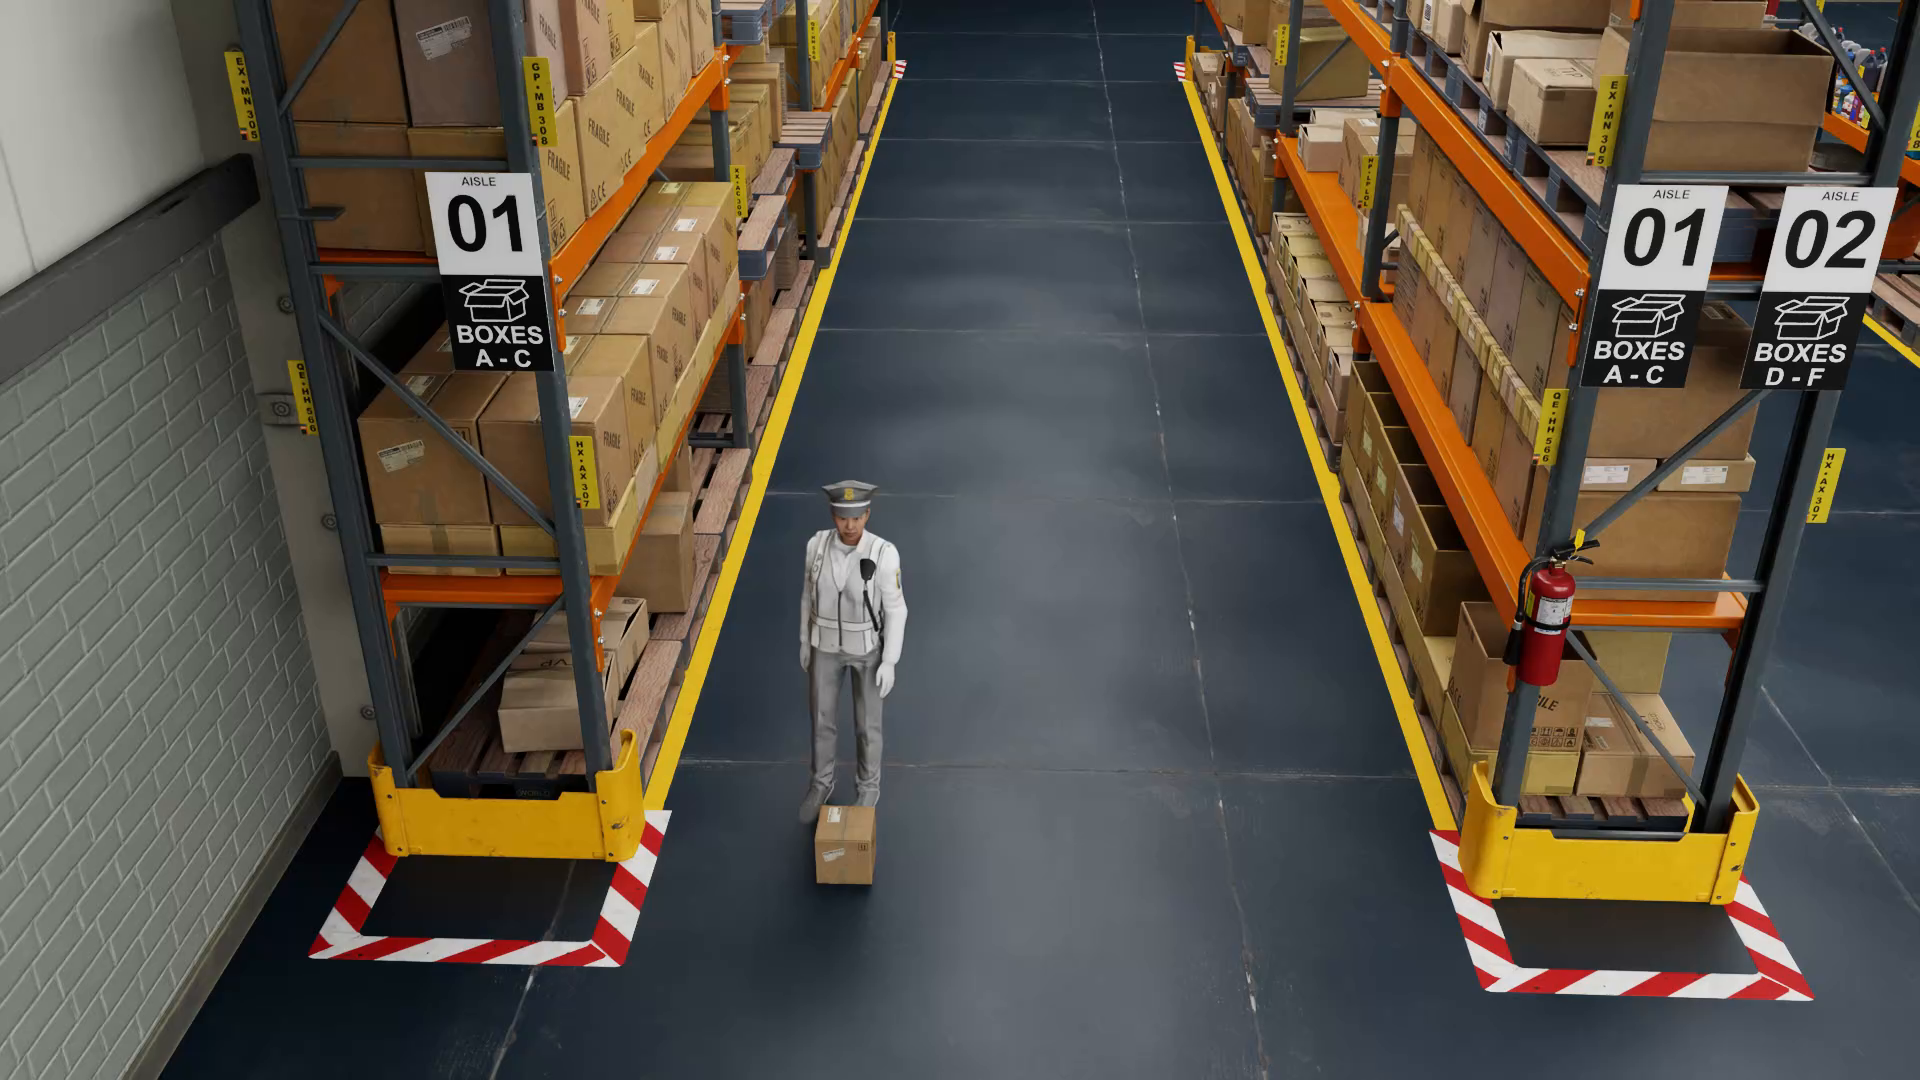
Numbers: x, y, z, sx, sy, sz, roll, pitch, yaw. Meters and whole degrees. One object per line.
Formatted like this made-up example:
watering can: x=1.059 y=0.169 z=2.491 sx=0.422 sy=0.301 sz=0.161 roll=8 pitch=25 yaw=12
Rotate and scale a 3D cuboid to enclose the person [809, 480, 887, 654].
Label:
person: x=-0.491 y=0.104 z=7.410 sx=0.374 sy=0.816 sz=0.348 roll=5 pitch=29 yaw=10
